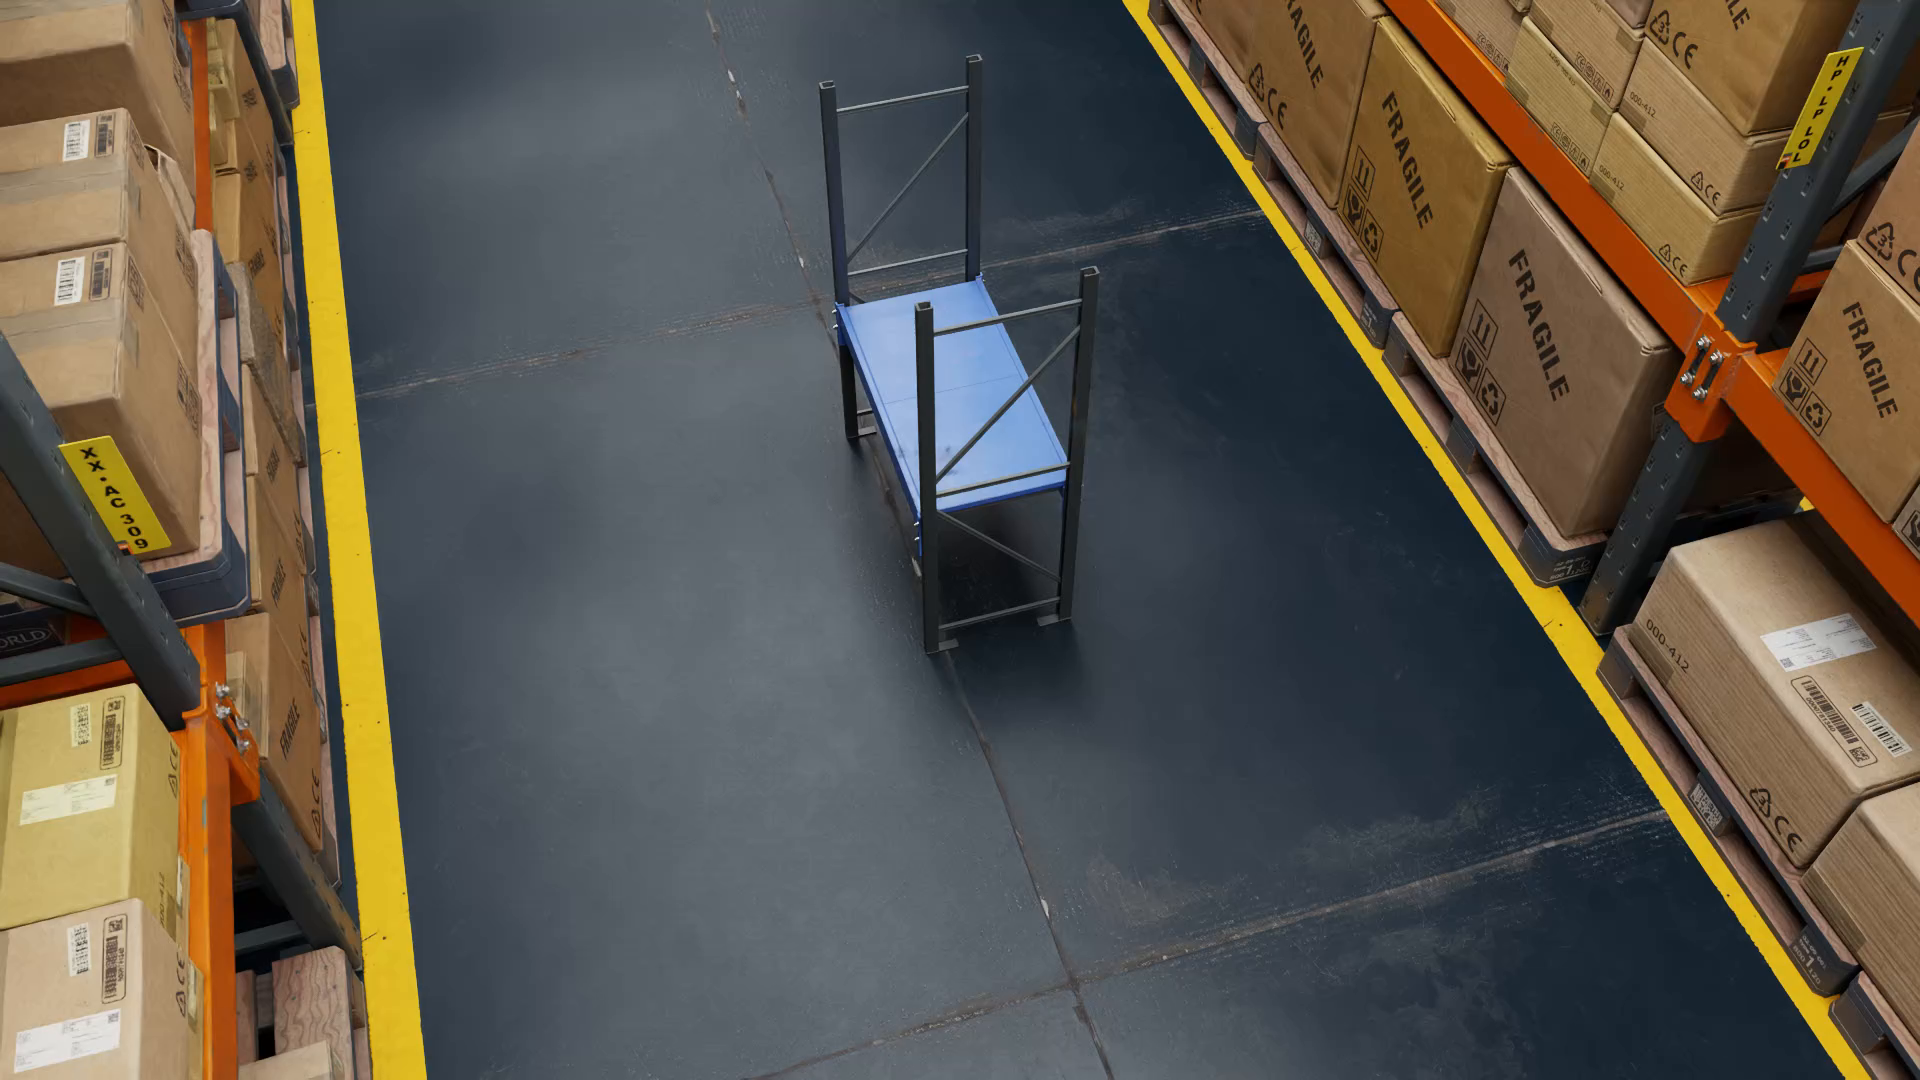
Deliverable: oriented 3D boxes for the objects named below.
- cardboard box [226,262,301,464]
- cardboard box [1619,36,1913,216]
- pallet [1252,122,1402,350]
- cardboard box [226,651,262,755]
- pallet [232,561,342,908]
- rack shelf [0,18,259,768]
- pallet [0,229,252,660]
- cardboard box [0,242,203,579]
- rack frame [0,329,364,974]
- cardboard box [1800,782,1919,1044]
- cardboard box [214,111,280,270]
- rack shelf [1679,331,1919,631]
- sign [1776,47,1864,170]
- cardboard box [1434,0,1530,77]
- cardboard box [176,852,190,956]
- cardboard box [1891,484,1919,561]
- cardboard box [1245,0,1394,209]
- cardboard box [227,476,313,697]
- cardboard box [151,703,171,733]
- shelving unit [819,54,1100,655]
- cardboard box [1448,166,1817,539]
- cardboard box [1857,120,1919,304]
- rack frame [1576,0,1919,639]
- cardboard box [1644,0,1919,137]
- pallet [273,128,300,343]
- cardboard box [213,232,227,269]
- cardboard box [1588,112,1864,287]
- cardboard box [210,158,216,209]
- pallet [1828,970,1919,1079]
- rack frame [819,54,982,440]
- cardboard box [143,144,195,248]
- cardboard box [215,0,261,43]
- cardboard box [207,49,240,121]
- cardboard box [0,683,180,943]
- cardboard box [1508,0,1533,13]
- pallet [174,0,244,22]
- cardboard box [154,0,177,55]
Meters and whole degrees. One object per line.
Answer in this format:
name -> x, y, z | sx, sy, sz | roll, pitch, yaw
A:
cardboard box -> -2.574, -0.542, 5.605 | 0.500, 0.500, 0.500 | -15, 51, -12
cardboard box -> 2.190, -1.180, 4.554 | 0.500, 0.250, 0.500 | -13, 51, -11
pallet -> 1.888, -1.341, 6.742 | 1.003, 0.211, 1.213 | -13, 51, -11
cardboard box -> -2.040, 0.464, 4.333 | 0.380, 0.149, 0.250 | -11, 51, -9
pallet -> -2.464, 0.638, 5.074 | 1.003, 0.211, 1.213 | -13, 51, -11
rack shelf -> -2.779, -0.904, 5.021 | 1.077, 0.370, 4.000 | -13, 51, -11
pallet -> -2.320, -0.222, 4.101 | 1.003, 0.211, 1.213 | -13, 51, -11
cardboard box -> -2.117, -0.247, 3.656 | 0.700, 0.500, 0.500 | -12, 51, -10
rack frame -> -2.188, 0.325, 3.514 | 1.000, 3.000, 0.127 | -13, 51, -11
cardboard box -> 2.901, 1.027, 4.324 | 0.875, 0.438, 0.875 | -15, 51, -12
cardboard box -> -2.902, -1.298, 6.243 | 0.500, 0.500, 0.500 | -14, 51, -12
rack shelf -> 3.144, 0.892, 3.507 | 1.077, 0.370, 4.000 | -13, 51, -11
sign -> 2.037, -1.018, 3.941 | 0.100, 0.325, 0.005 | -13, 51, -11
cardboard box -> 1.899, -1.768, 5.377 | 0.500, 0.250, 0.500 | -15, 51, -12
cardboard box -> -1.755, 0.767, 3.306 | 0.380, 0.149, 0.250 | -12, 51, -10
cardboard box -> 2.586, -0.062, 3.775 | 0.500, 0.500, 0.500 | -13, 51, -11
cardboard box -> 1.755, -1.997, 6.586 | 0.875, 0.875, 0.875 | -13, 51, -11
cardboard box -> -2.283, 0.204, 4.976 | 0.500, 0.500, 0.500 | -14, 51, -11
cardboard box -> -2.098, 0.381, 4.208 | 0.380, 0.149, 0.250 | -14, 51, -12
shelving unit -> -0.025, -0.546, 5.229 | 0.538, 1.500, 1.048 | -13, 51, -11
cardboard box -> 2.293, -0.686, 5.481 | 0.875, 0.875, 0.875 | -12, 51, -10
cardboard box -> 2.462, -0.752, 3.703 | 0.500, 0.500, 0.500 | -13, 51, -11
rack frame -> 2.553, -0.800, 4.463 | 1.000, 3.000, 0.127 | -13, 51, -11
cardboard box -> 2.181, -1.425, 4.270 | 0.500, 0.500, 0.500 | -12, 51, -10
pallet -> -3.186, -1.144, 6.577 | 1.003, 0.211, 1.213 | -13, 51, -11
cardboard box -> -2.617, -0.857, 5.447 | 0.380, 0.149, 0.250 | -16, 52, -13
cardboard box -> 2.179, -1.023, 4.748 | 0.500, 0.250, 0.500 | -14, 51, -12
cardboard box -> -2.802, -1.234, 5.765 | 0.380, 0.149, 0.250 | -12, 51, -10
pallet -> 3.067, 1.564, 4.293 | 1.003, 0.211, 1.213 | -13, 51, -11
rack frame -> -0.176, -0.917, 5.542 | 0.500, 1.500, 0.032 | -13, 51, -11
cardboard box -> -2.232, -0.869, 4.334 | 0.396, 0.266, 0.258 | -11, 51, -9
cardboard box -> -3.542, -2.426, 7.111 | 0.875, 0.625, 0.625 | -12, 51, -10
cardboard box -> -2.872, -1.640, 6.107 | 0.380, 0.149, 0.250 | -16, 52, -13
cardboard box -> -1.804, 0.594, 3.191 | 0.500, 0.250, 0.500 | -12, 51, -10
cardboard box -> 1.876, -1.921, 5.178 | 0.500, 0.250, 0.500 | -12, 51, -10
pallet -> -3.103, -2.056, 5.647 | 1.213, 0.211, 1.003 | -13, 51, -11
cardboard box -> -2.711, -1.615, 4.808 | 0.797, 0.503, 0.637 | -14, 51, -12
